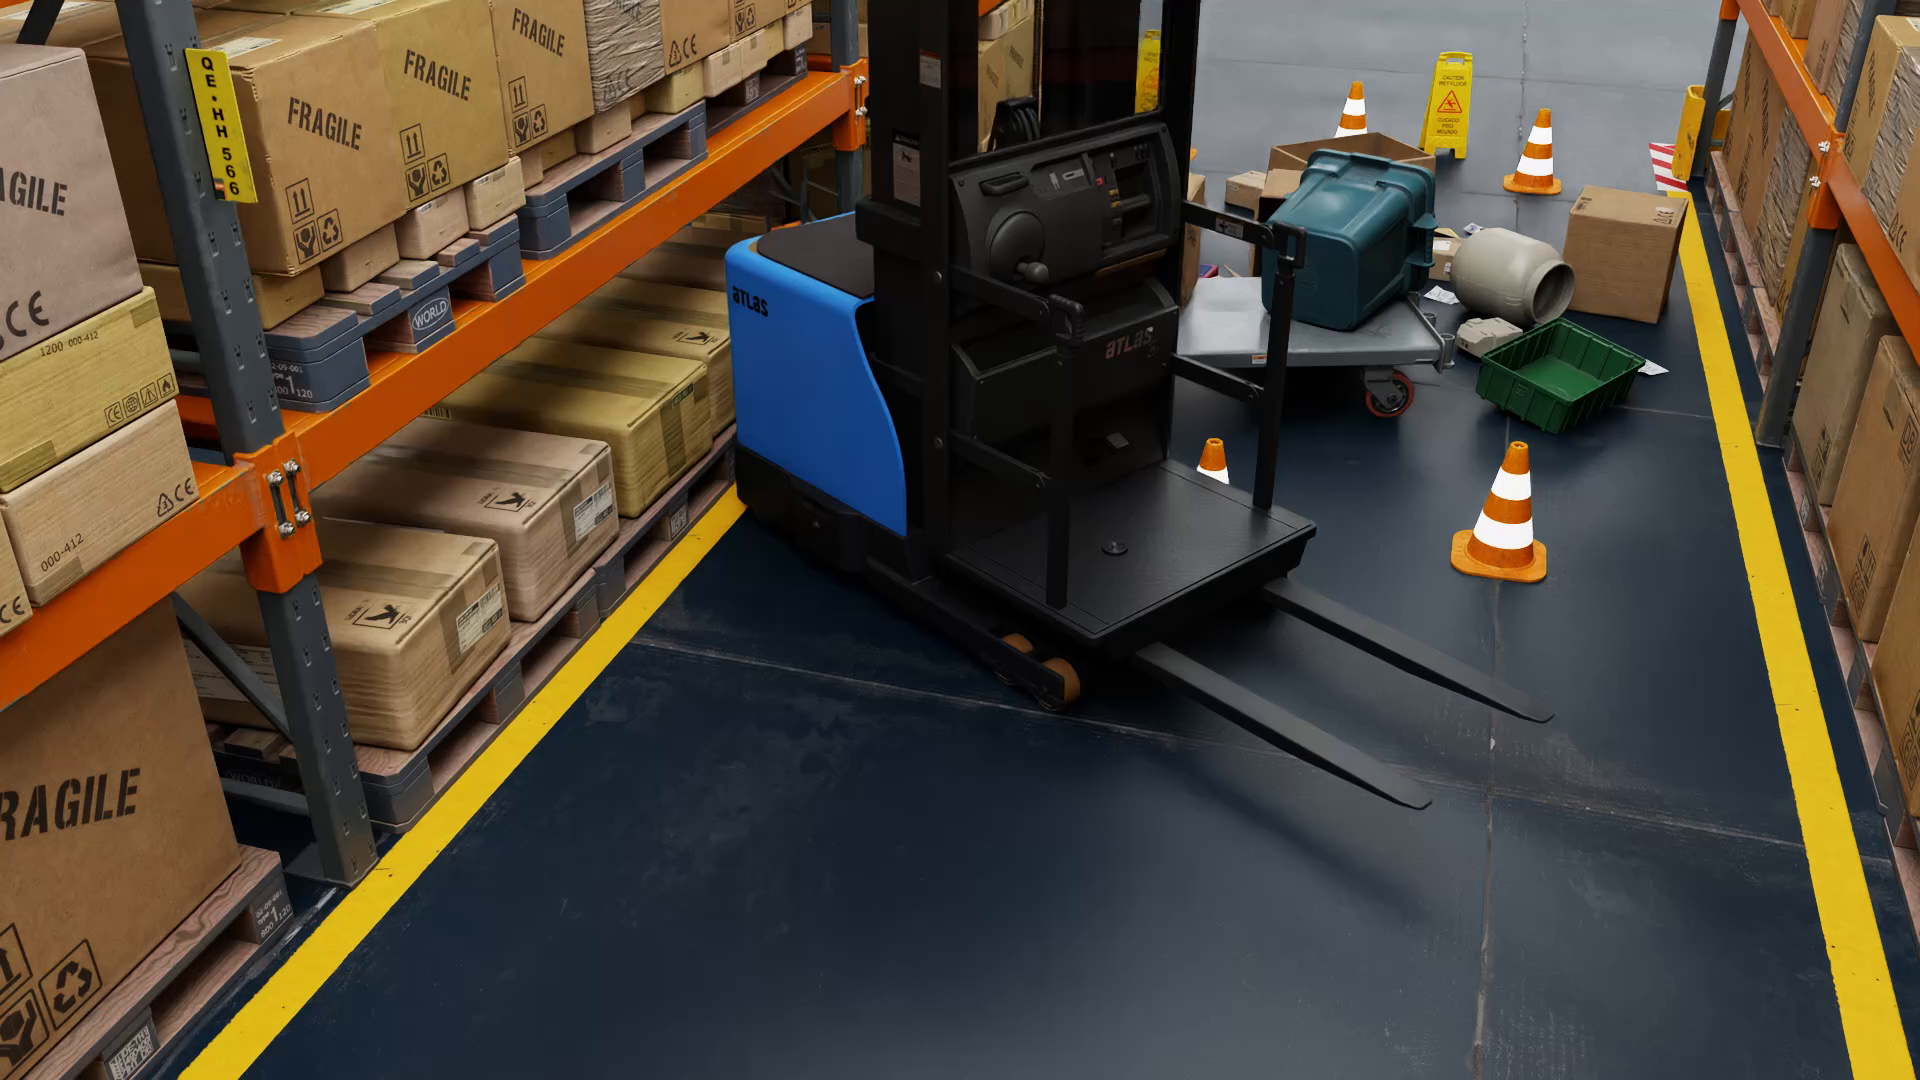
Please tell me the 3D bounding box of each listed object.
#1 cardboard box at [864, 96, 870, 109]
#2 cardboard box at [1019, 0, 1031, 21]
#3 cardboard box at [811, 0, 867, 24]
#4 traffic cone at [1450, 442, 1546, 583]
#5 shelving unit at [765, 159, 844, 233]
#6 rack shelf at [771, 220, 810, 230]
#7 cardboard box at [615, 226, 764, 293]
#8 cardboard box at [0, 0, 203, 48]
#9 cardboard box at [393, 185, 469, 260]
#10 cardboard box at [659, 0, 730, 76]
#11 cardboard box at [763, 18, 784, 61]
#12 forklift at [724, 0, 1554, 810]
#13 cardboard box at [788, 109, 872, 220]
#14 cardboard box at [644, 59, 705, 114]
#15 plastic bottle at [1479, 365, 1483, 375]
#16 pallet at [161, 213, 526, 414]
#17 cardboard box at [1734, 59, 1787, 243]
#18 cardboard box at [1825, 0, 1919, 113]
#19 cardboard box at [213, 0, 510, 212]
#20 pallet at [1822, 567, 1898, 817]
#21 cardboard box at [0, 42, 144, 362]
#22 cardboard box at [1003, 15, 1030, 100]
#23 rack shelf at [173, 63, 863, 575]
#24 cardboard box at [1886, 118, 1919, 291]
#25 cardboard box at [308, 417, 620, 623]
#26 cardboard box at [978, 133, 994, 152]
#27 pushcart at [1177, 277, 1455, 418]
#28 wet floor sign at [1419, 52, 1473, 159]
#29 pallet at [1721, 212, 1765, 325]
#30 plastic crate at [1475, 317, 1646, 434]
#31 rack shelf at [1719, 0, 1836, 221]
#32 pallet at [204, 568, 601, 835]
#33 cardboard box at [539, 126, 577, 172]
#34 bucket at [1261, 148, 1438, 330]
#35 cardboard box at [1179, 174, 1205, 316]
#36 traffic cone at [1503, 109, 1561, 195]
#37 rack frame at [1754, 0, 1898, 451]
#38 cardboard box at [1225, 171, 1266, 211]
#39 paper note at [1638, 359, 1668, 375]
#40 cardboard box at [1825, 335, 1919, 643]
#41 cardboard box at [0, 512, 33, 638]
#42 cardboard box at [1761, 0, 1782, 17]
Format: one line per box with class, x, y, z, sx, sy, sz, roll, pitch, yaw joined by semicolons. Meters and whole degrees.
cardboard box;-0.413;-2.193;8.064;0.380;0.149;0.250;9;30;16
cardboard box;0.206;-3.177;9.832;0.380;0.149;0.250;9;30;16
cardboard box;-0.543;-2.653;7.524;0.500;0.500;0.500;8;30;15
traffic cone;1.986;-0.138;6.023;0.336;0.463;0.334;8;30;15
shelving unit;-0.600;-0.873;6.578;0.189;1.200;0.258;-24;38;-36
rack shelf;-0.595;-1.146;6.420;0.180;0.103;0.258;-24;38;-36
cardboard box;-1.090;-1.105;7.422;0.950;0.372;0.625;9;30;16
cardboard box;-2.245;-1.063;4.235;0.500;0.500;0.500;8;30;13
cardboard box;-1.600;-0.901;4.610;0.380;0.149;0.250;7;30;12
cardboard box;-1.156;-1.954;5.837;0.500;0.500;0.500;10;30;17
cardboard box;-0.920;-1.989;6.567;0.380;0.149;0.250;8;30;13
forklift;0.492;-1.018;5.065;1.130;2.935;3.031;-23;37;-35
cardboard box;-0.507;-1.860;8.132;0.500;0.500;0.500;10;31;17
cardboard box;-1.139;-1.637;5.934;0.380;0.149;0.250;8;30;15
plastic bottle;2.462;-0.714;7.471;0.133;0.061;0.283;-6;30;-11
pallet;-2.005;-0.718;4.652;1.213;0.211;1.003;8;30;15
cardboard box;4.605;-2.035;8.576;0.875;0.875;0.875;8;30;14
cardboard box;3.920;-1.894;6.414;0.875;0.550;0.550;8;30;15
cardboard box;-1.613;-1.232;4.538;0.500;0.500;0.500;10;31;17
pallet;3.313;0.502;5.131;1.003;0.211;1.213;8;30;15
cardboard box;-2.014;-0.658;3.217;0.500;0.500;0.500;8;30;14
cardboard box;0.100;-2.830;9.877;0.500;0.500;0.500;10;31;17
rack shelf;-1.525;-1.070;5.829;1.077;0.370;4.000;8;30;15
cardboard box;3.115;-1.026;4.906;0.500;0.500;0.500;8;30;15
cardboard box;-1.728;-0.096;5.608;0.950;0.372;0.625;8;30;14
cardboard box;-0.052;-2.257;9.619;0.500;0.250;0.500;7;30;13
pushcart;1.256;-0.866;7.419;1.648;0.377;0.936;-1;29;-3
wet floor sign;3.113;-2.781;10.585;0.267;0.644;0.232;3;29;6
pallet;4.477;-1.347;8.455;1.003;0.211;1.213;8;30;15
plastic crate;2.622;-0.719;7.290;0.662;0.188;0.450;-24;47;-37
rack shelf;4.410;-2.270;7.985;1.077;0.370;4.000;8;30;15
pallet;-1.882;0.400;5.313;1.003;0.211;1.213;8;30;15
cardboard box;-1.458;-1.286;5.302;0.380;0.149;0.250;10;31;17
bucket;1.659;-1.281;7.271;0.726;0.611;0.620;20;45;32
cardboard box;0.772;-1.313;7.317;0.500;0.500;0.500;8;30;15
traffic cone;3.484;-2.361;10.018;0.336;0.463;0.334;8;30;15
rack frame;3.823;-1.655;6.139;1.000;3.000;0.127;8;30;15
cardboard box;1.782;-2.030;9.747;0.250;0.149;0.380;-24;37;-37
paper note;3.155;-0.799;7.655;0.147;0.020;0.142;-12;31;-20
cardboard box;3.440;-0.106;5.238;1.050;0.750;0.750;8;30;15
cardboard box;-2.148;0.122;3.100;0.500;0.250;0.500;9;30;16
cardboard box;4.507;-2.899;8.222;0.875;0.550;0.550;8;30;15
